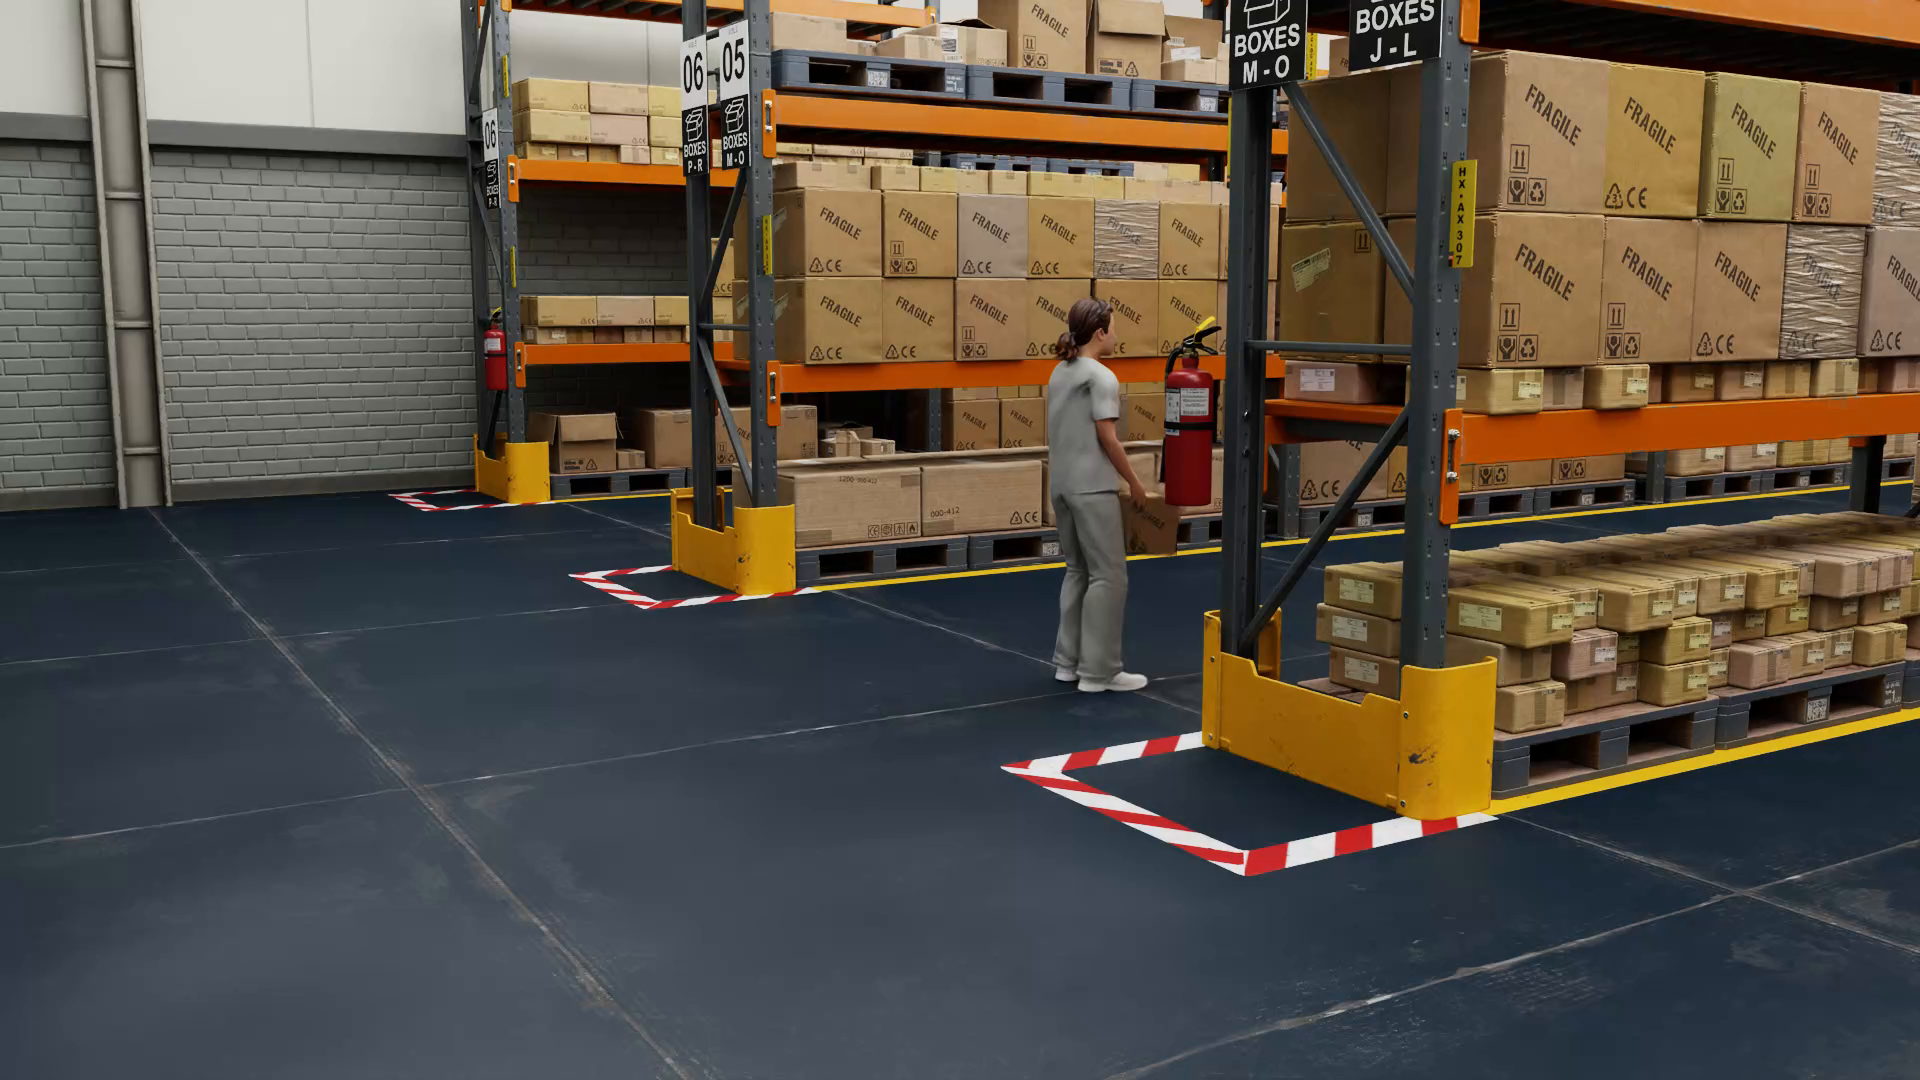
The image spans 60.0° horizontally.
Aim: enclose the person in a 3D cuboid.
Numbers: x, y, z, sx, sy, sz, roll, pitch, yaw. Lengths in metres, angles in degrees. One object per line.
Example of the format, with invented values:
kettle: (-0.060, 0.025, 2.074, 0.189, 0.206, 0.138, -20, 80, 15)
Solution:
person: (0.572, -0.199, 7.199, 0.378, 1.676, 0.467, -4, 9, -24)
